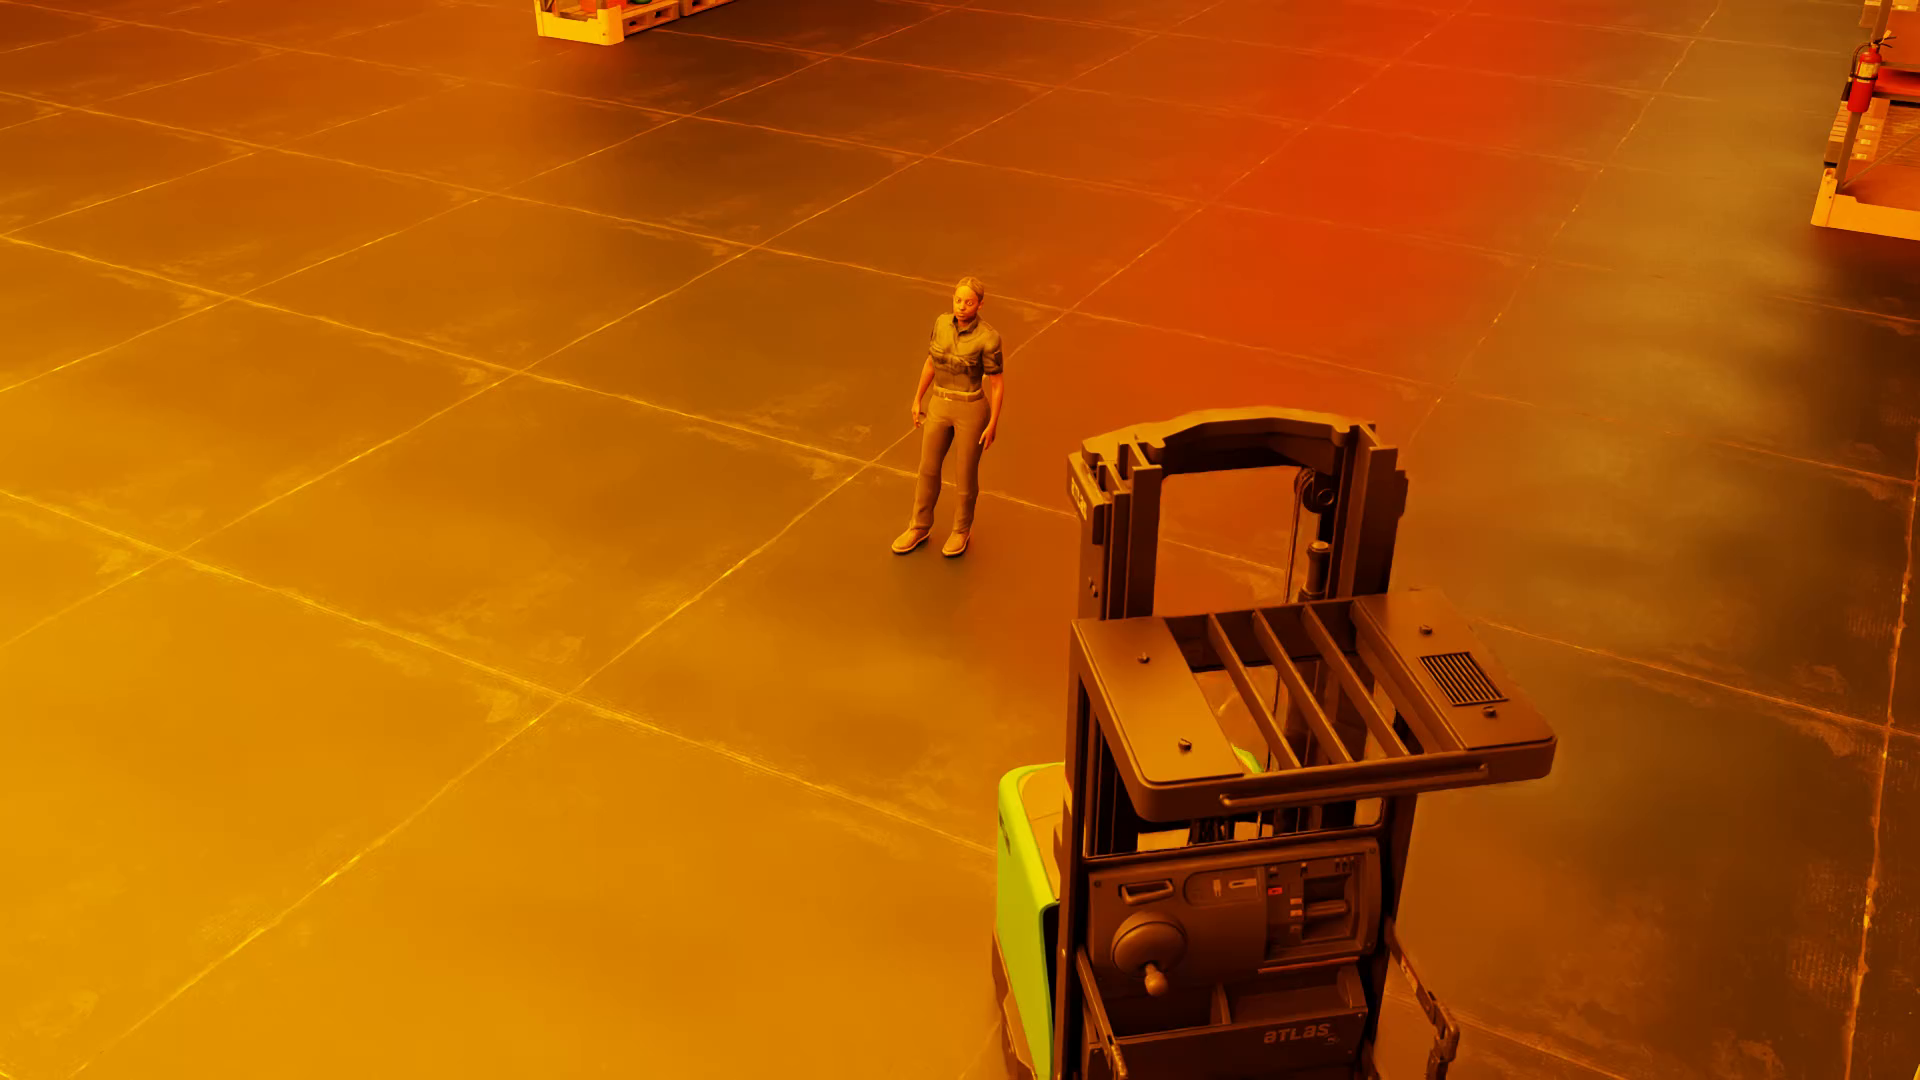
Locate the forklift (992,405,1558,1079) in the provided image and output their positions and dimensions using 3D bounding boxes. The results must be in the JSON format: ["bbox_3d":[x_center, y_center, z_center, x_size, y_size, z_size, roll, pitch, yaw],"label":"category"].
[{"bbox_3d":[0.895,1.214,4.967,1.130,2.935,3.031,-5,30,-9],"label":"forklift"}]

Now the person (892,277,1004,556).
[{"bbox_3d":[-0.060,-0.689,9.528,0.569,1.654,0.504,15,33,25],"label":"person"}]
